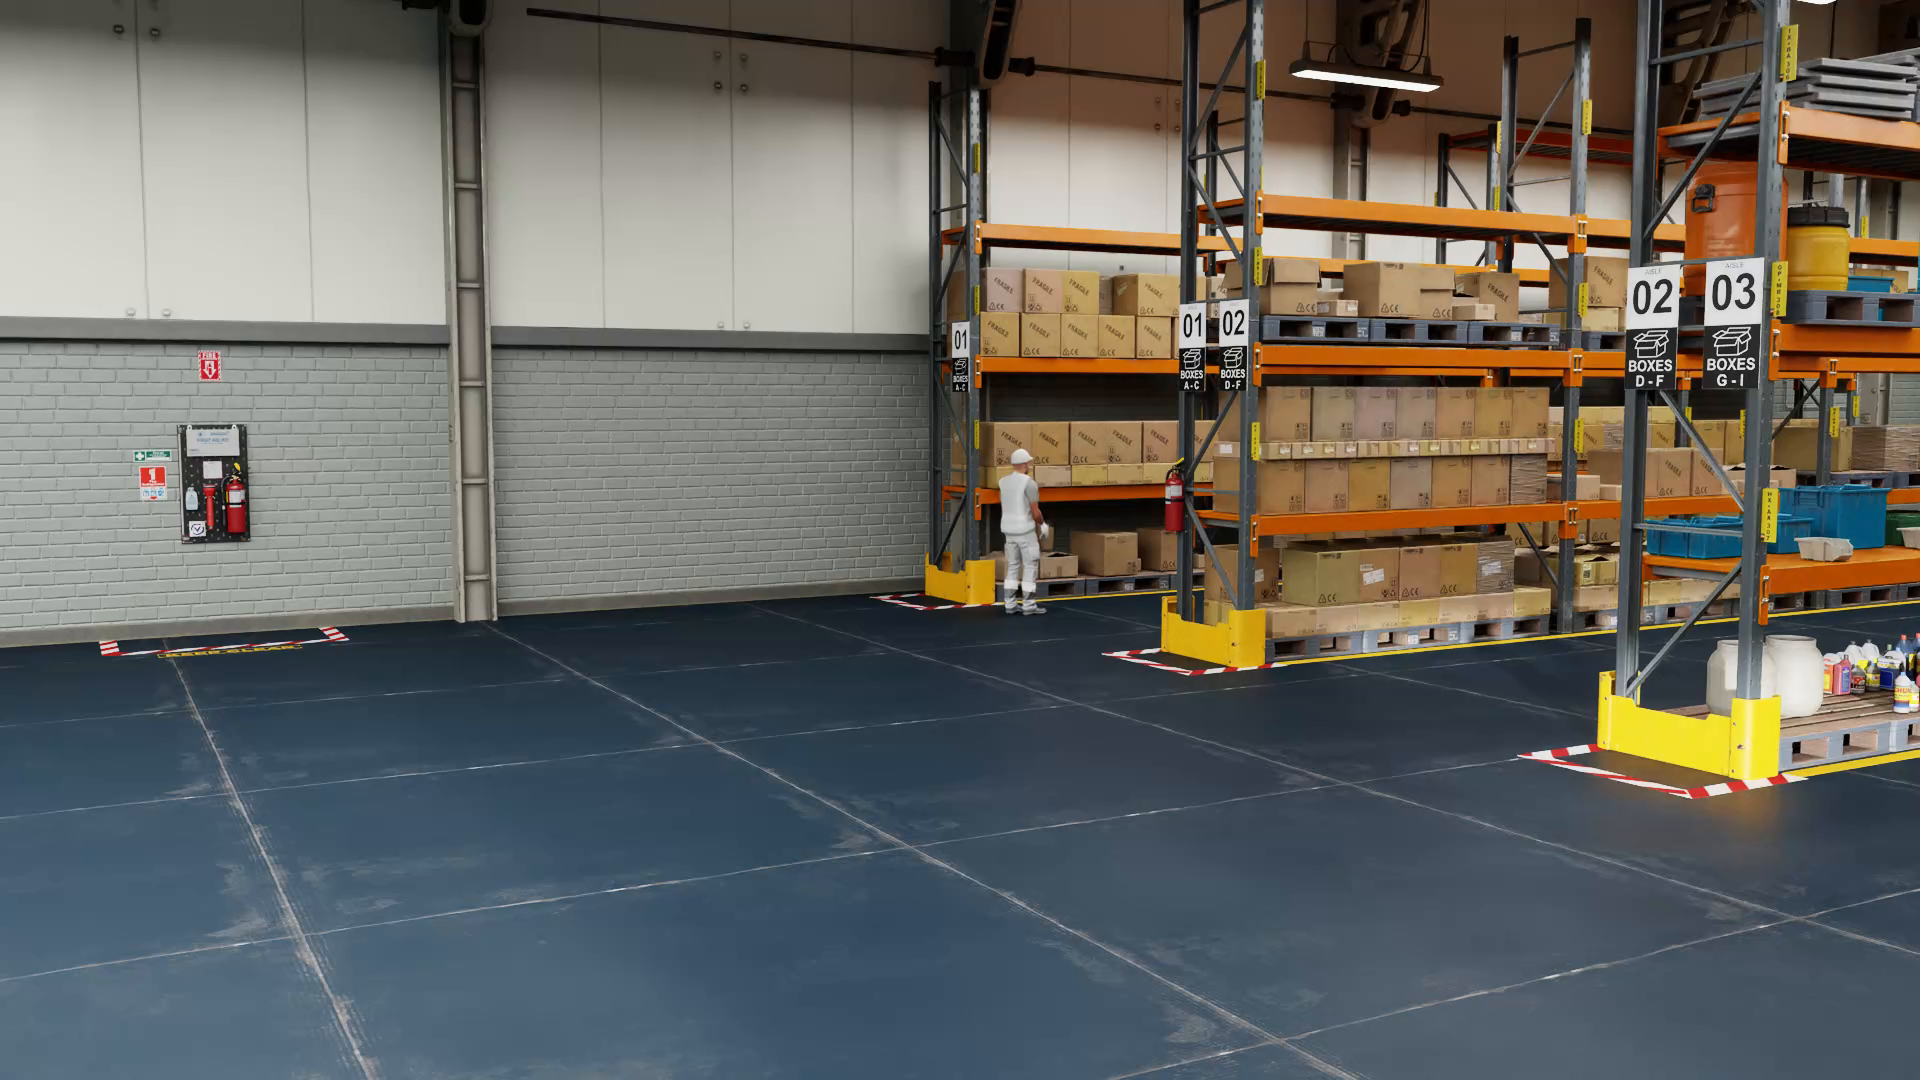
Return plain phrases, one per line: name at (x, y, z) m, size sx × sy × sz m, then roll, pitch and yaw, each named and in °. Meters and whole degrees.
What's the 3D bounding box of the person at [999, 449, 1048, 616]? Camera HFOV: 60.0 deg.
person at (0.680, -0.090, 18.072) m, size 0.462 × 1.792 × 0.535 m, roll -5°, pitch 7°, yaw -43°
